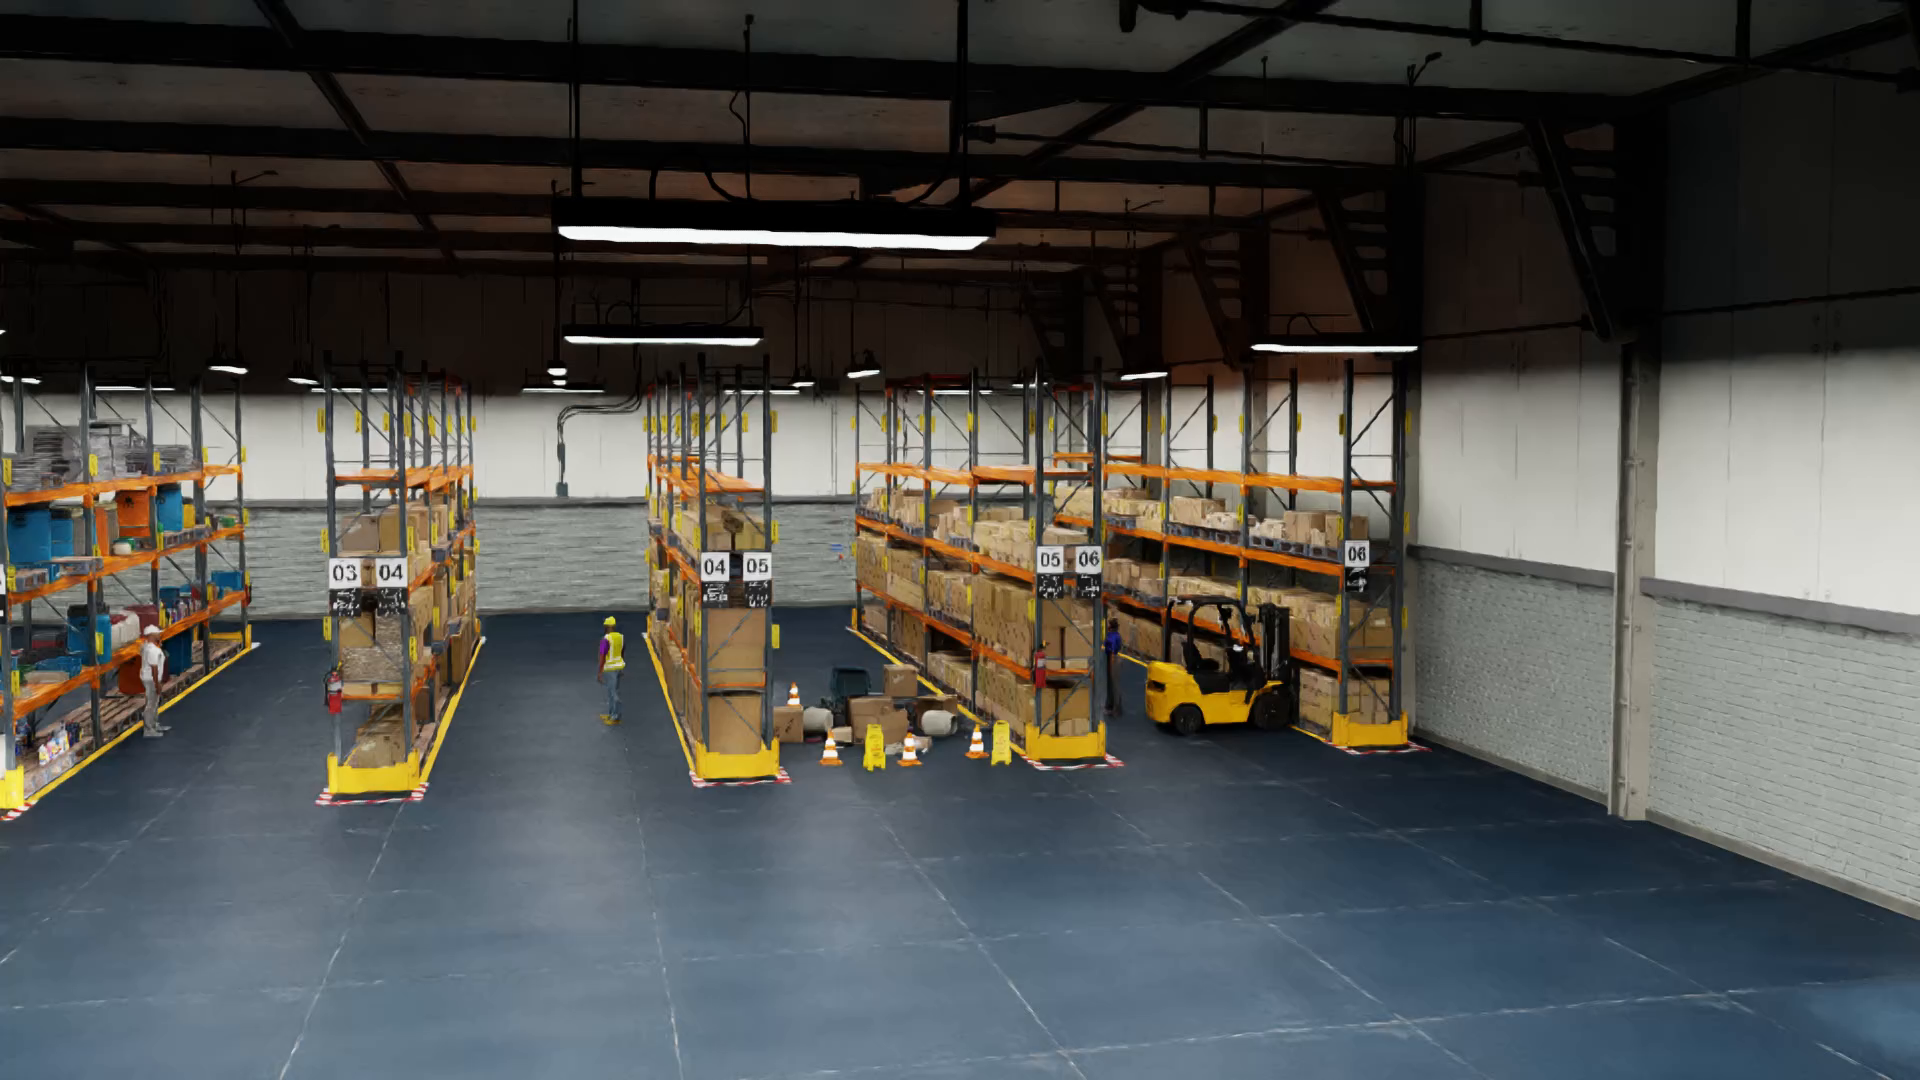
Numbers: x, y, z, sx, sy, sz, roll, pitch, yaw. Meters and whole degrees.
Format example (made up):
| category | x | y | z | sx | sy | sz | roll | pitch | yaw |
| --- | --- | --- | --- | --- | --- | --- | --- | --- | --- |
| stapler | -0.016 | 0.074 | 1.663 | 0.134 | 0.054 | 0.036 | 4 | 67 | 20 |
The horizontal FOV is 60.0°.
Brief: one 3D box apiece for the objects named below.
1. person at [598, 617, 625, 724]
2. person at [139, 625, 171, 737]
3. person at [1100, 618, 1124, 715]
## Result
| category | x | y | z | sx | sy | sz | roll | pitch | yaw |
| --- | --- | --- | --- | --- | --- | --- | --- | --- | --- |
| person | -5.868 | 2.167 | 27.877 | 0.562 | 1.762 | 0.671 | 1 | 4 | 19 |
| person | -12.907 | 2.242 | 26.682 | 0.469 | 1.766 | 0.642 | -3 | 5 | -36 |
| person | 2.609 | 2.172 | 28.729 | 0.465 | 1.650 | 0.498 | 1 | 4 | 17 |
